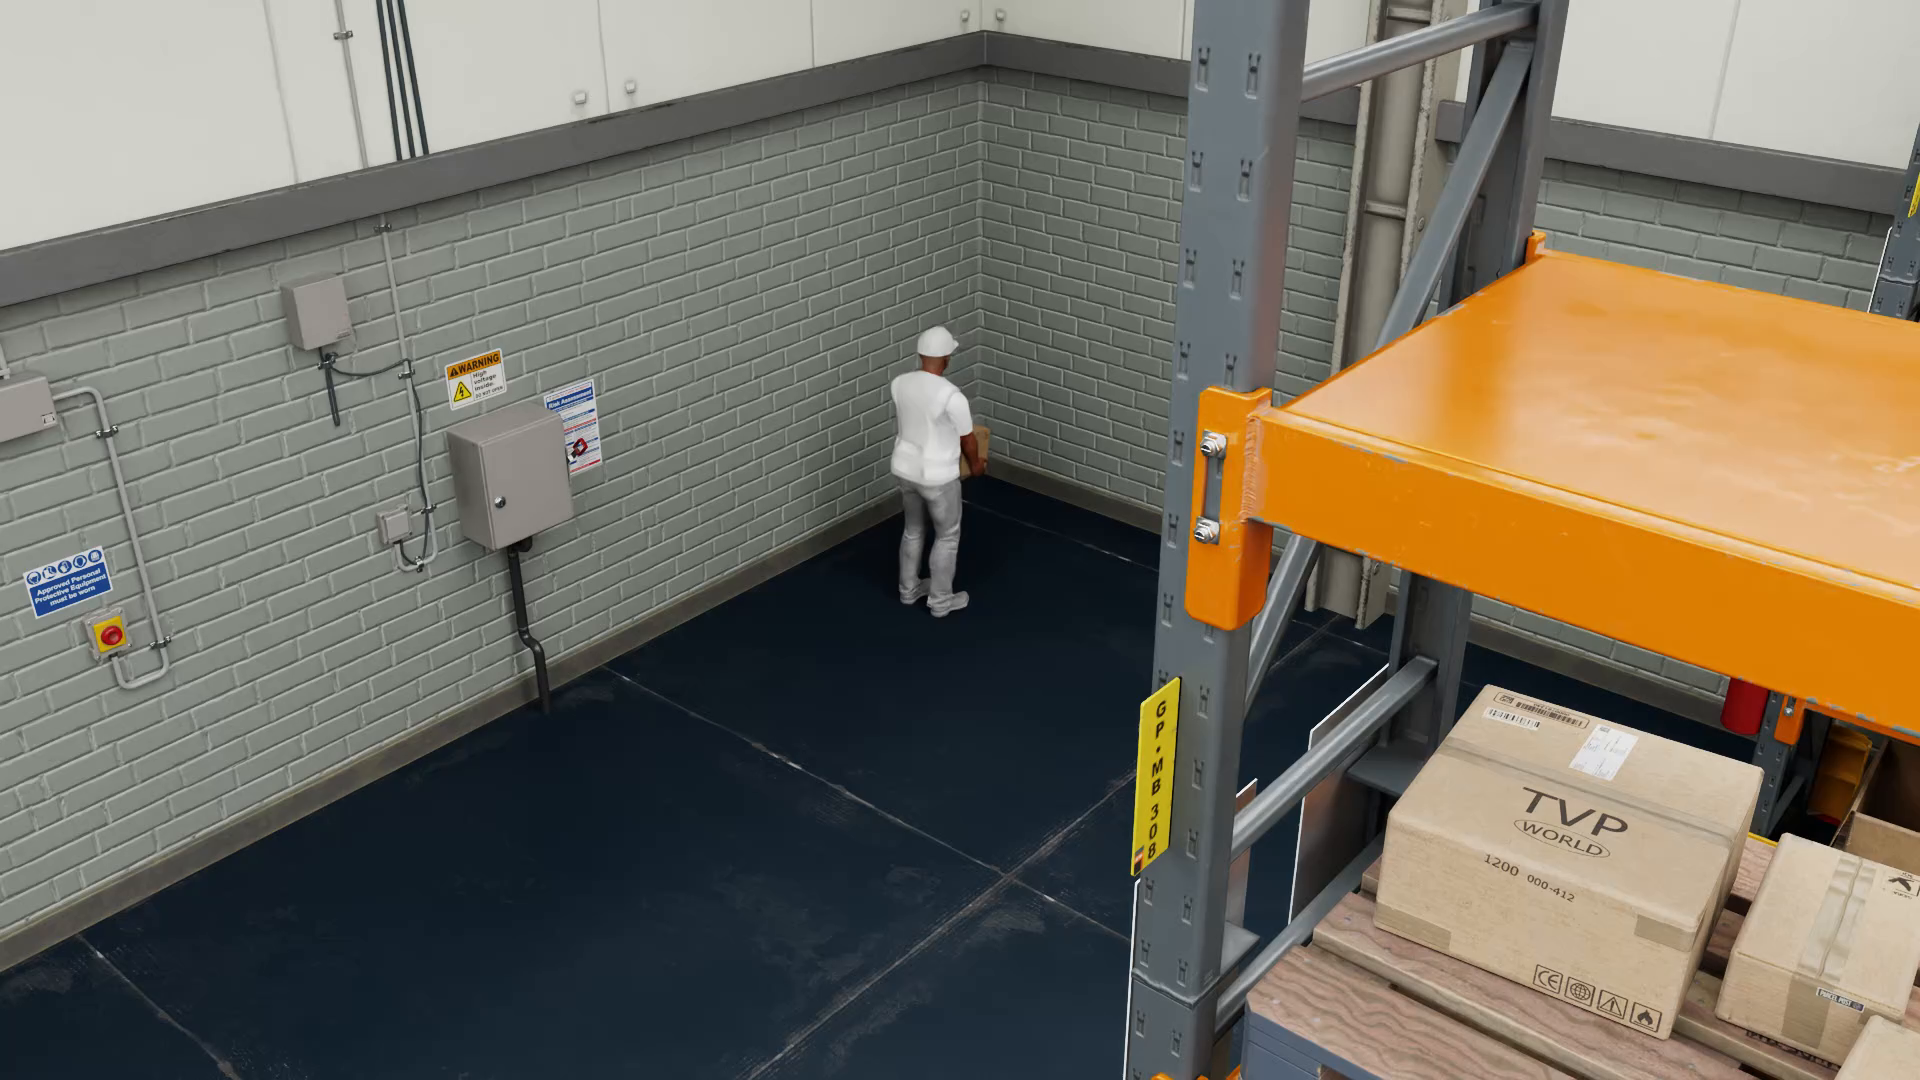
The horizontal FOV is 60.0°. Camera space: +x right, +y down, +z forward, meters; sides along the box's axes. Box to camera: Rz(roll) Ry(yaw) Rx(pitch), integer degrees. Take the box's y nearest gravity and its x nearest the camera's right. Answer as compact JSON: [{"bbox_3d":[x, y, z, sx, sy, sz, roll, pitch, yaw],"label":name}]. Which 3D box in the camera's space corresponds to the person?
[{"bbox_3d":[-0.131,-0.433,9.868,0.503,1.752,0.587,20,33,34],"label":"person"}]
